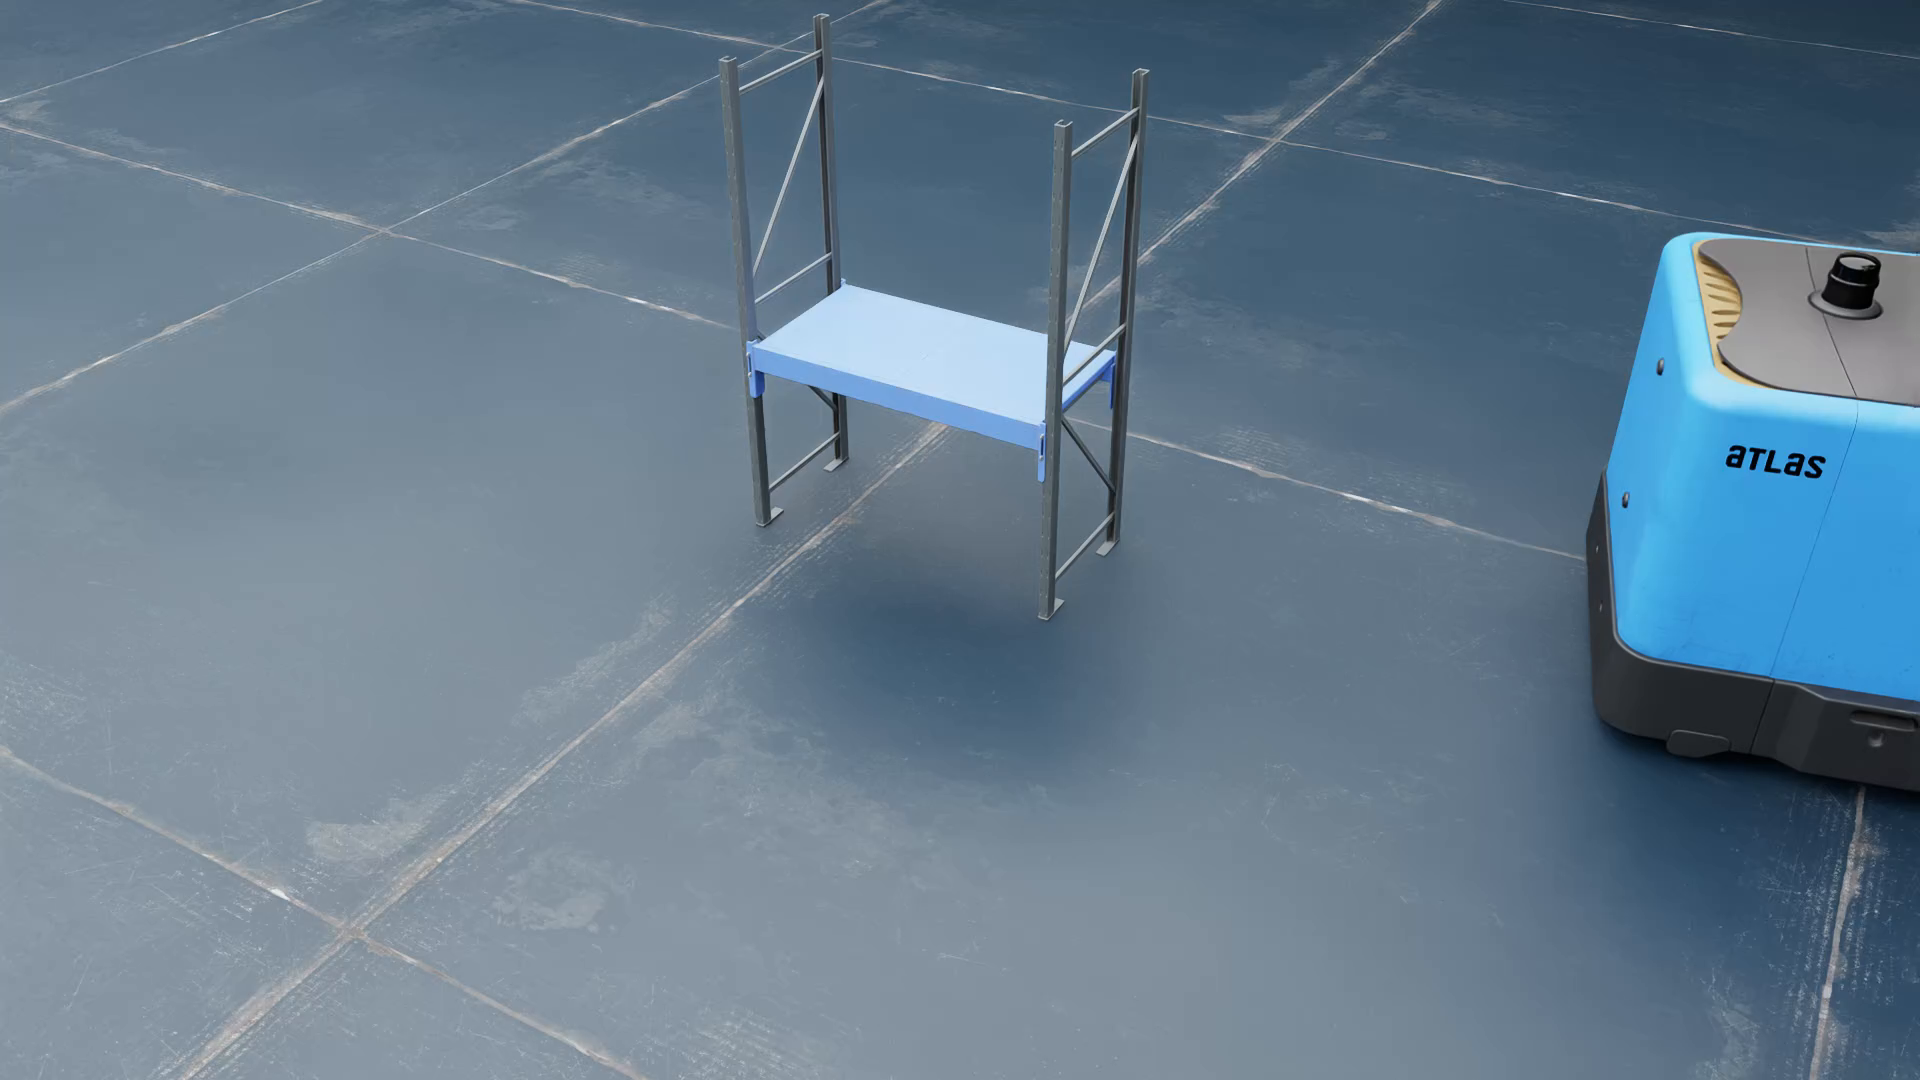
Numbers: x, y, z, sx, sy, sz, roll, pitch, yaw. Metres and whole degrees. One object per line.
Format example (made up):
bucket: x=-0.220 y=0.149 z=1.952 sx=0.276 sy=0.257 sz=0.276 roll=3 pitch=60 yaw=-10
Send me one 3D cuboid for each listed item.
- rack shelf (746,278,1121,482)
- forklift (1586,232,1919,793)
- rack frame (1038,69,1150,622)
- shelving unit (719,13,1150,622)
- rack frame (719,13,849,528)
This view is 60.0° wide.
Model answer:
rack shelf: x=-0.074 y=-0.498 z=4.969 sx=1.000 sy=0.185 sz=0.538 roll=18 pitch=37 yaw=24
forklift: x=3.271 y=-0.712 z=3.675 sx=3.031 sy=2.935 sz=1.130 roll=9 pitch=35 yaw=13
rack frame: x=0.367 y=-0.508 z=4.660 sx=0.032 sy=1.500 sz=0.500 roll=18 pitch=37 yaw=24
shelving unit: x=-0.074 y=-0.648 z=4.870 sx=1.048 sy=1.500 sz=0.538 roll=18 pitch=37 yaw=24
rack frame: x=-0.515 y=-0.788 z=5.079 sx=0.032 sy=1.500 sz=0.500 roll=18 pitch=37 yaw=24
